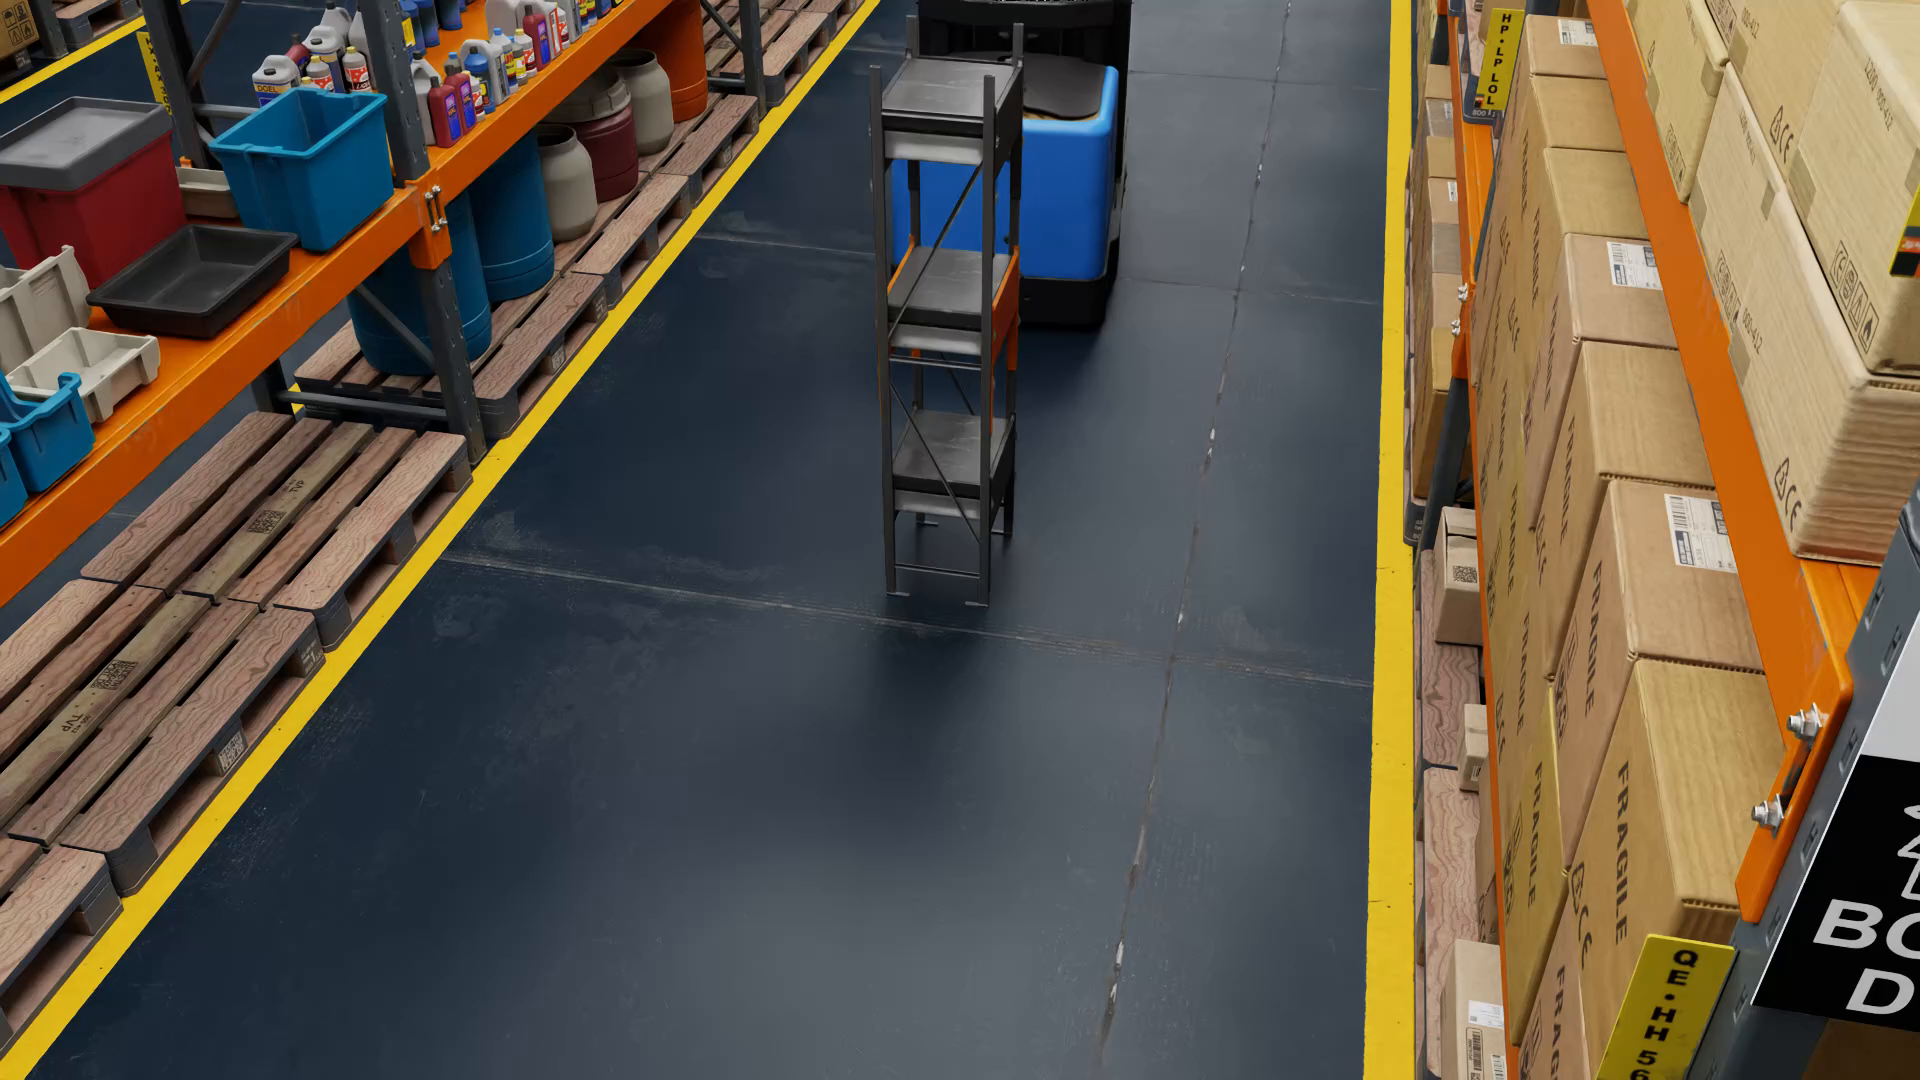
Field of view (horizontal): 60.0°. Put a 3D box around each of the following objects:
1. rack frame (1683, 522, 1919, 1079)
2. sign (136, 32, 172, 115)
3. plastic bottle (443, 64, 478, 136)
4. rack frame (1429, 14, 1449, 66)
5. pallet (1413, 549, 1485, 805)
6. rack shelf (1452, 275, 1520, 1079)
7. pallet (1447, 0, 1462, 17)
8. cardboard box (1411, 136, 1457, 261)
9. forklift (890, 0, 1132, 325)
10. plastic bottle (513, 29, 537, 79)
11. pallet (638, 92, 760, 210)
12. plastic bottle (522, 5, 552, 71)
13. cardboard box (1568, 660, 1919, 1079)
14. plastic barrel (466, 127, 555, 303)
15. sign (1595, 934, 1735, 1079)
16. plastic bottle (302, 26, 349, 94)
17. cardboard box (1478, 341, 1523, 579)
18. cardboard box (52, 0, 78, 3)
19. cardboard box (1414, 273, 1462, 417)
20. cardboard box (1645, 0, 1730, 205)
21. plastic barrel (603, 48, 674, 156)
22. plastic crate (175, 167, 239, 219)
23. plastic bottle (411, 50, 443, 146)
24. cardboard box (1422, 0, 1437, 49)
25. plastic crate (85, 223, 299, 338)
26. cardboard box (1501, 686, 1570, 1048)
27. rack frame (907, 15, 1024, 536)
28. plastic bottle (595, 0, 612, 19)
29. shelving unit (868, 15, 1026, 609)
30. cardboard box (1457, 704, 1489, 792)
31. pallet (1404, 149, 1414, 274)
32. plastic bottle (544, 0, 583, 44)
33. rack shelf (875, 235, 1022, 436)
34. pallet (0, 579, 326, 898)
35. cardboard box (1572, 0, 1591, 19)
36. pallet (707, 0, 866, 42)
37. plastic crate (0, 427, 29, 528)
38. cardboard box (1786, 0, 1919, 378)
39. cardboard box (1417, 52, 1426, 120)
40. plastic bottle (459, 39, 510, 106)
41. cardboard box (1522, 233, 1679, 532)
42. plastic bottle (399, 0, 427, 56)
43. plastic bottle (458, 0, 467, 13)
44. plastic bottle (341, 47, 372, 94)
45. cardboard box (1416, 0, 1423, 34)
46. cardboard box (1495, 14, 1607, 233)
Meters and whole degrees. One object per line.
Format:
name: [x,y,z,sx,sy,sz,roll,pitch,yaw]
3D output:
rack frame: [1.416,1.292,2.412,1.000,3.000,0.127,7,37,10]
sign: [-3.105,-1.807,6.451,0.100,0.325,0.005,7,37,10]
plastic bottle: [-2.044,-1.811,6.792,0.061,0.283,0.133,7,37,10]
rack frame: [3.125,-3.295,8.740,1.000,3.000,0.127,7,37,10]
pallet: [2.123,0.521,5.851,1.003,0.211,1.213,7,37,10]
rack shelf: [1.843,0.436,4.205,1.077,0.370,4.000,7,37,10]
pallet: [3.049,-2.820,8.248,1.213,0.211,1.003,7,37,10]
cardboard box: [2.530,-1.648,8.223,0.500,0.500,0.500,7,36,9]
forklift: [0.360,-3.083,8.506,1.130,2.935,3.031,4,36,6]
plastic bottle: [-1.925,-2.146,7.325,0.097,0.201,0.097,0,36,0]
pallet: [-1.841,-2.332,9.787,1.003,0.211,1.213,7,37,10]
plastic bottle: [-1.883,-2.243,7.389,0.061,0.283,0.133,7,37,10]
cardboard box: [1.242,0.557,2.489,0.500,0.500,0.500,7,37,10]
plastic barrel: [-2.284,-1.661,7.916,0.600,0.901,0.708,7,37,10]
sign: [0.878,0.614,2.091,0.100,0.325,0.005,7,37,10]
plastic bottle: [-2.721,-2.050,7.129,0.152,0.276,0.135,7,37,10]
cardboard box: [1.680,-0.204,4.390,0.500,0.500,0.500,7,37,10]
cardboard box: [-6.429,-4.091,11.594,0.700,0.500,0.500,5,36,8]
cardboard box: [2.210,-0.769,7.010,0.500,0.500,0.500,7,37,10]
cardboard box: [1.480,-0.763,2.819,0.500,0.250,0.500,7,37,10]
plastic barrel: [-1.835,-2.463,9.354,0.421,0.512,0.421,0,36,0]
plastic crate: [-2.807,-1.293,6.152,0.396,0.136,0.243,7,37,10]
plastic bottle: [-2.167,-1.789,6.704,0.144,0.351,0.185,7,37,10]
cardboard box: [3.101,-3.209,10.128,0.500,0.311,0.500,7,36,9]
plastic crate: [-2.544,-0.862,5.567,0.437,0.125,0.590,7,37,10]
cardboard box: [1.353,0.662,3.195,0.500,0.500,0.500,8,37,10]
rack frame: [0.017,-0.895,6.196,0.400,2.100,0.015,7,37,10]
plastic bottle: [-1.770,-2.689,7.946,0.144,0.351,0.185,7,37,10]
shelving unit: [-0.035,-0.755,6.003,0.431,2.100,0.503,7,37,10]
cardboard box: [1.794,0.678,5.298,0.380,0.166,0.250,7,37,10]
pallet: [2.928,-1.742,8.974,1.003,0.211,1.213,7,37,10]
plastic bottle: [-1.849,-2.456,7.688,0.152,0.276,0.135,7,37,10]
rack shelf: [-0.035,-0.744,6.011,0.431,0.518,0.480,7,37,10]
pallet: [-2.945,0.632,5.698,1.003,0.211,1.213,7,37,10]
cardboard box: [2.675,-1.858,6.314,0.700,0.500,0.500,13,38,17]
pallet: [-1.247,-3.925,11.986,1.003,0.211,1.213,7,37,10]
plastic crate: [-2.767,-0.143,4.483,0.416,0.233,0.300,7,37,10]
cardboard box: [1.277,-0.391,1.879,0.500,0.250,0.500,7,37,10]
cardboard box: [2.999,-2.684,9.882,0.500,0.250,0.500,8,37,11]
plastic bottle: [-2.019,-2.002,7.062,0.152,0.276,0.135,7,37,10]
cardboard box: [1.565,-0.325,3.706,0.500,0.500,0.500,8,37,11]
plastic bottle: [-2.488,-2.333,7.522,0.097,0.271,0.097,0,36,0]
plastic bottle: [-2.449,-2.686,8.010,0.097,0.271,0.097,0,36,0]
plastic bottle: [-2.596,-2.015,7.144,0.097,0.201,0.097,0,36,0]
cardboard box: [3.323,-3.563,11.095,0.500,0.250,0.500,8,37,11]
cardboard box: [1.895,-1.212,4.929,0.500,0.500,0.500,8,37,11]
